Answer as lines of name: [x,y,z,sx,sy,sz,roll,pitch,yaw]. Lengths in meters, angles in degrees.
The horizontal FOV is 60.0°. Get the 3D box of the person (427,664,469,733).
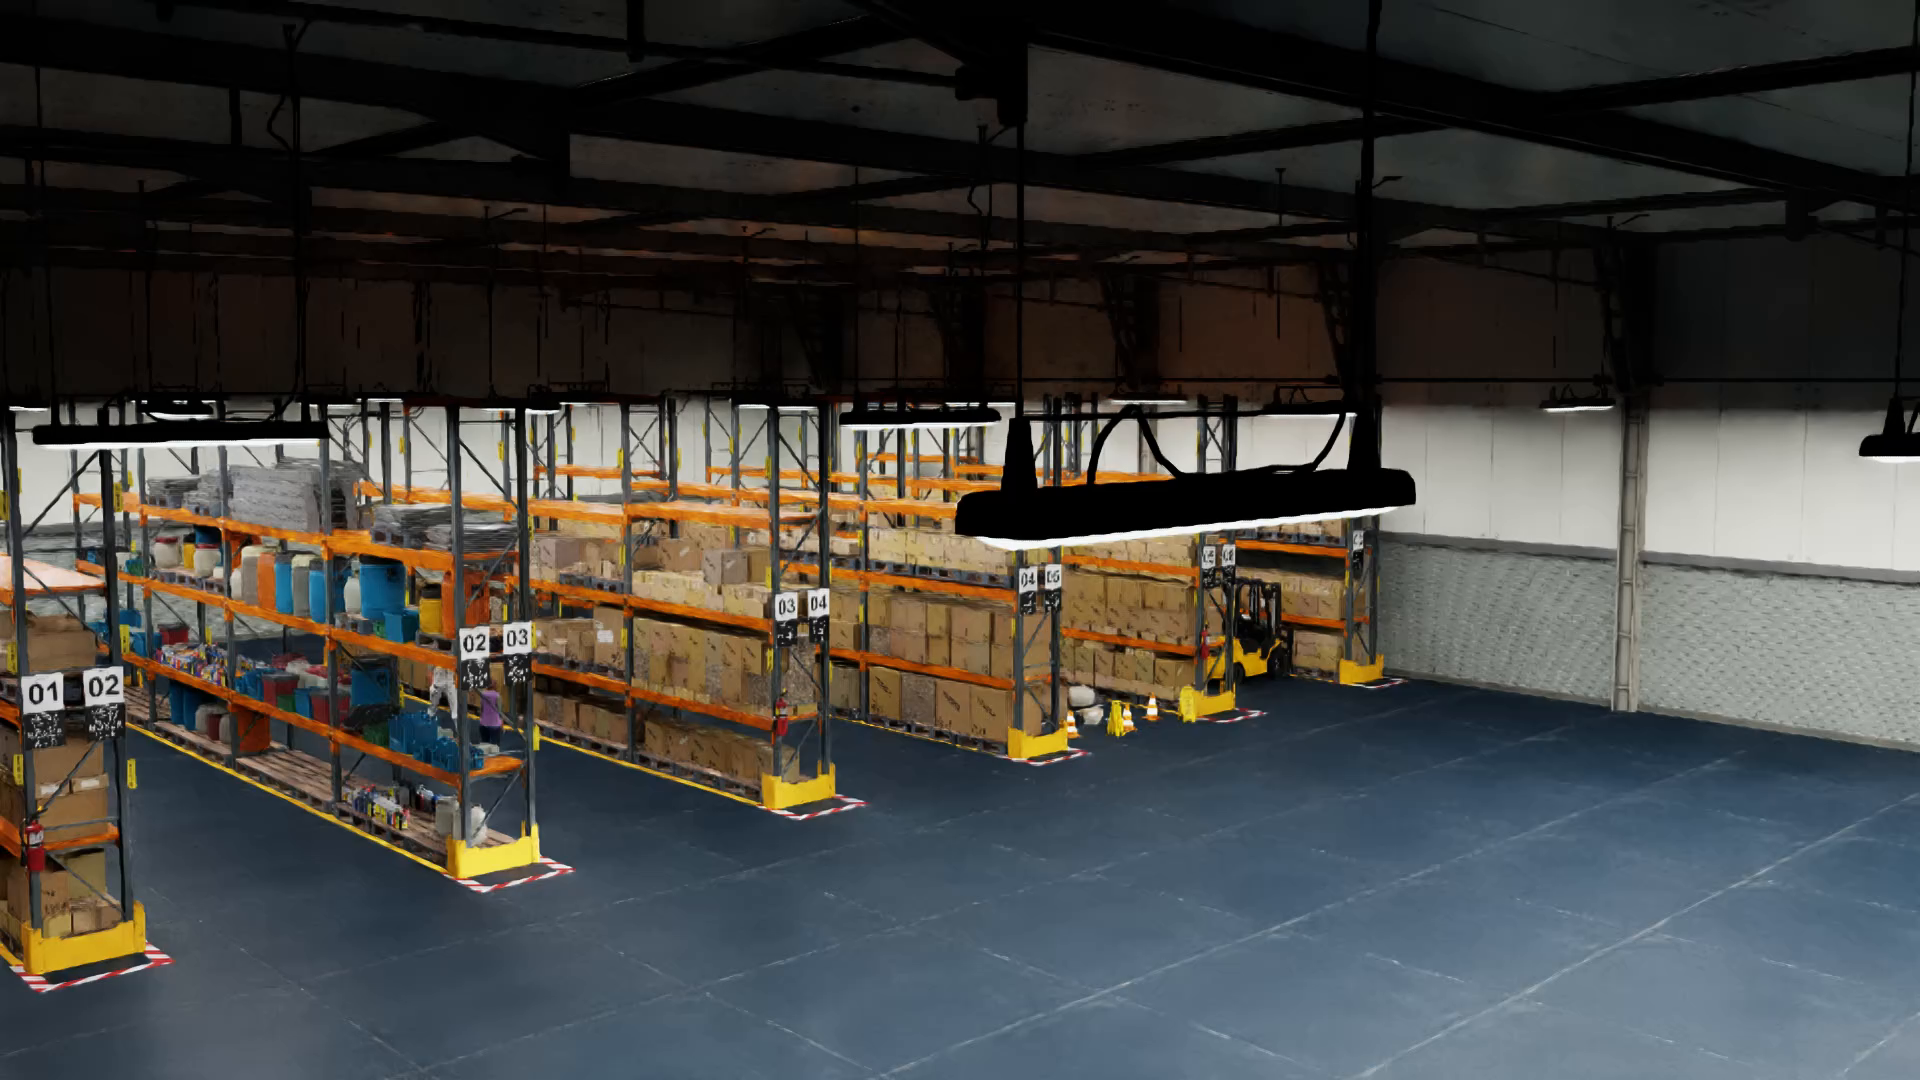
person: [-9.262,2.585,29.826,0.553,1.706,1.123,-5,7,-41]

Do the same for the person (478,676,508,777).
person: [-7.443,2.961,26.491,0.504,1.603,0.419,2,6,18]
